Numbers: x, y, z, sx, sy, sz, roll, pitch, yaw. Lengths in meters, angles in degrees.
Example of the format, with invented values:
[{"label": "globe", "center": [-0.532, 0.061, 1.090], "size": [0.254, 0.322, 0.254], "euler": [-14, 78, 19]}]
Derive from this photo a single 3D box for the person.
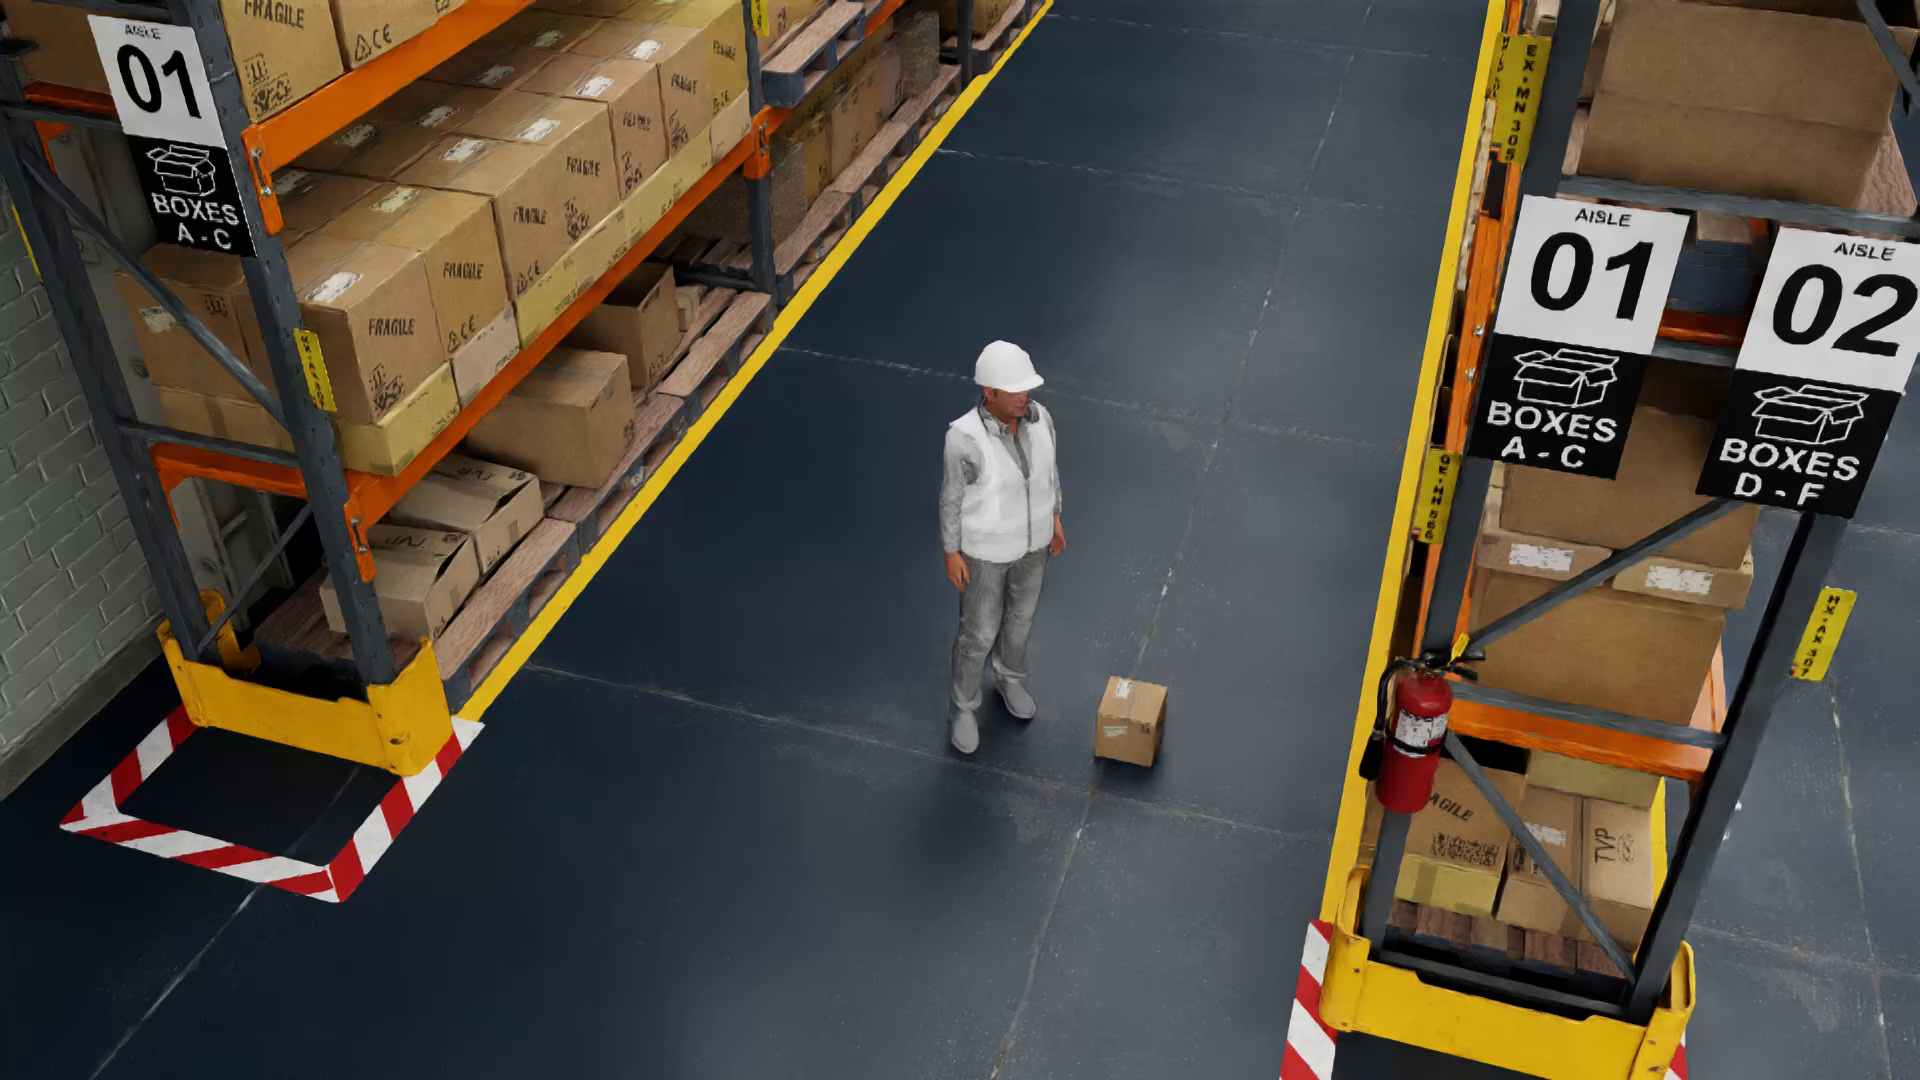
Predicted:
[{"label": "person", "center": [0.169, 0.011, 6.841], "size": [0.658, 1.779, 0.403], "euler": [-24, 43, -28]}]
